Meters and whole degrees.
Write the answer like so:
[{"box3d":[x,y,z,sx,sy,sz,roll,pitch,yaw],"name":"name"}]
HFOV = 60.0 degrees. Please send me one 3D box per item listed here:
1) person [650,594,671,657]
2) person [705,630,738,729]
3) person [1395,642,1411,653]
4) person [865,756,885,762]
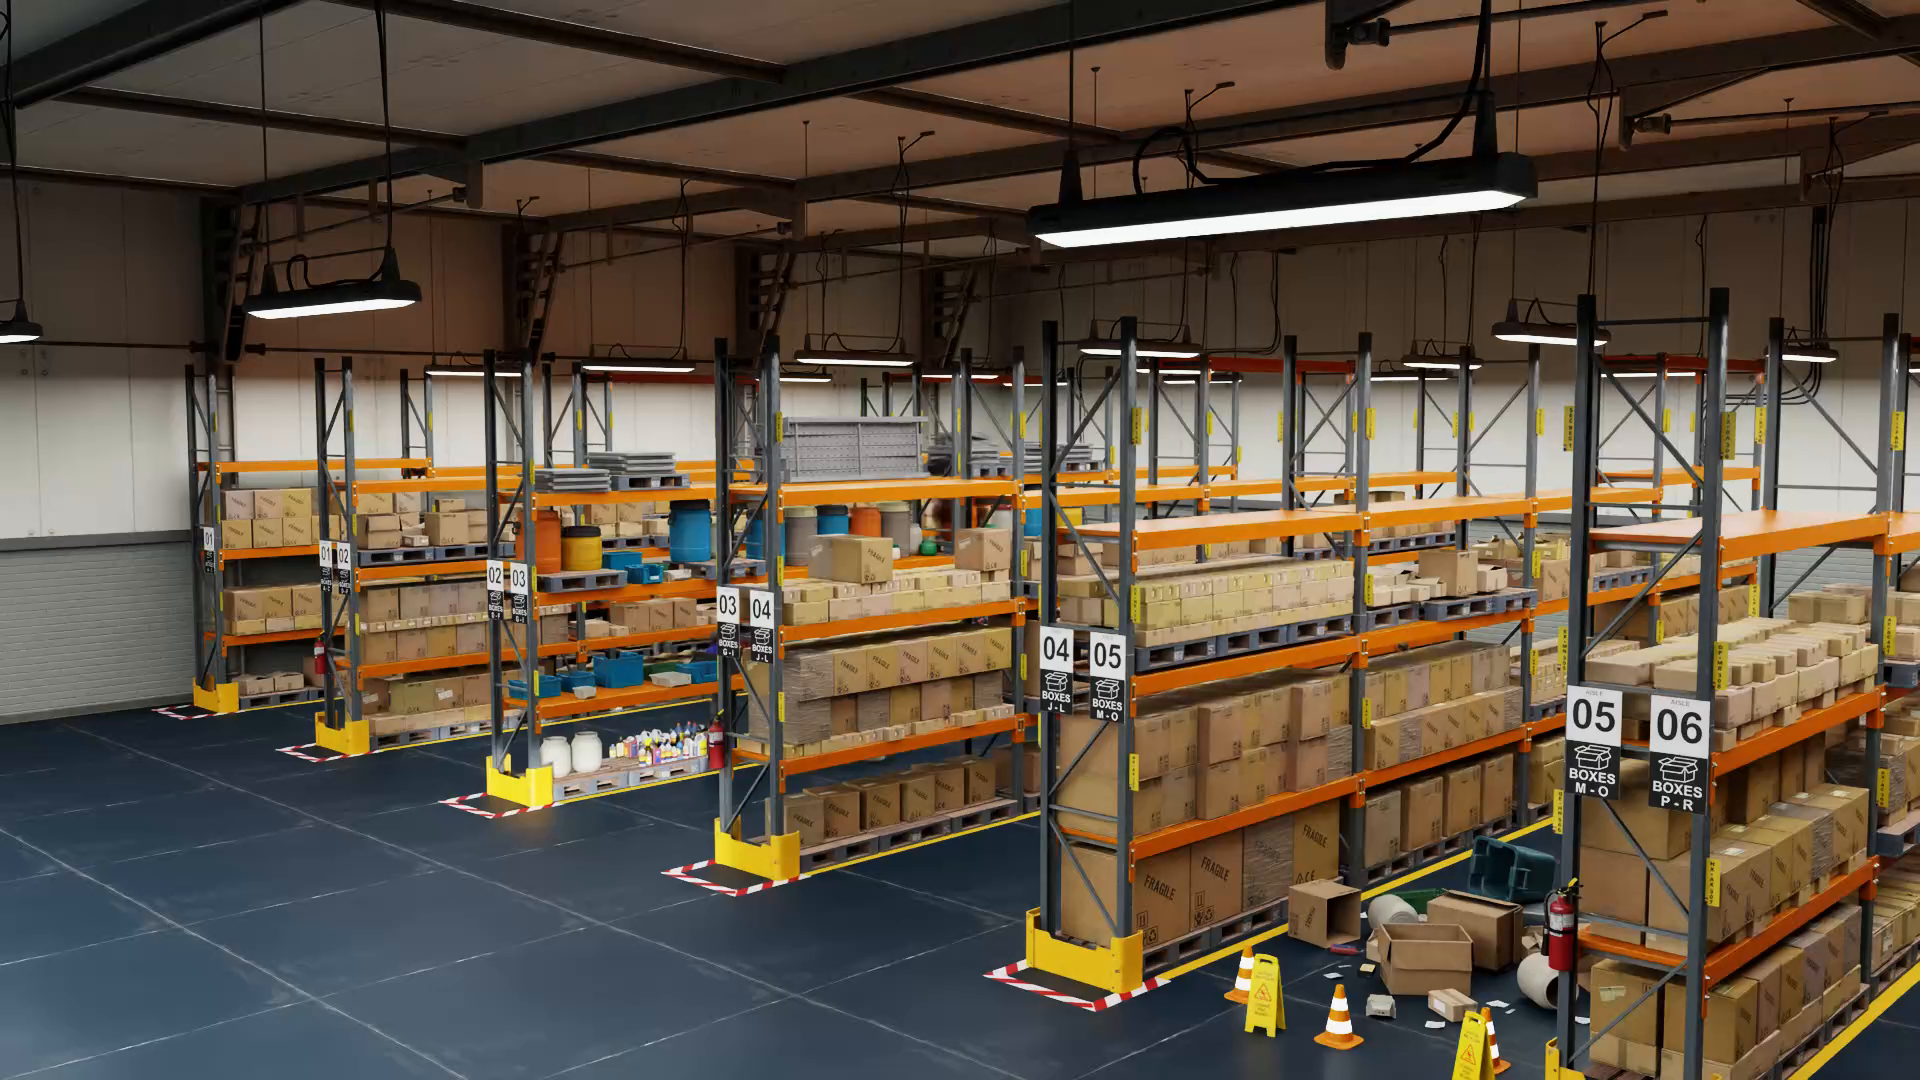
[{"box3d":[-6.067,1.782,33.656,0.527,1.715,0.422,-1,5,-15],"name":"person"},{"box3d":[-3.886,2.305,26.978,0.491,1.709,0.594,0,4,3],"name":"person"},{"box3d":[6.832,2.364,25.764,0.486,1.660,0.386,-2,5,-29],"name":"person"},{"box3d":[-1.328,2.391,24.527,0.481,1.758,0.529,-1,4,-9],"name":"person"}]
